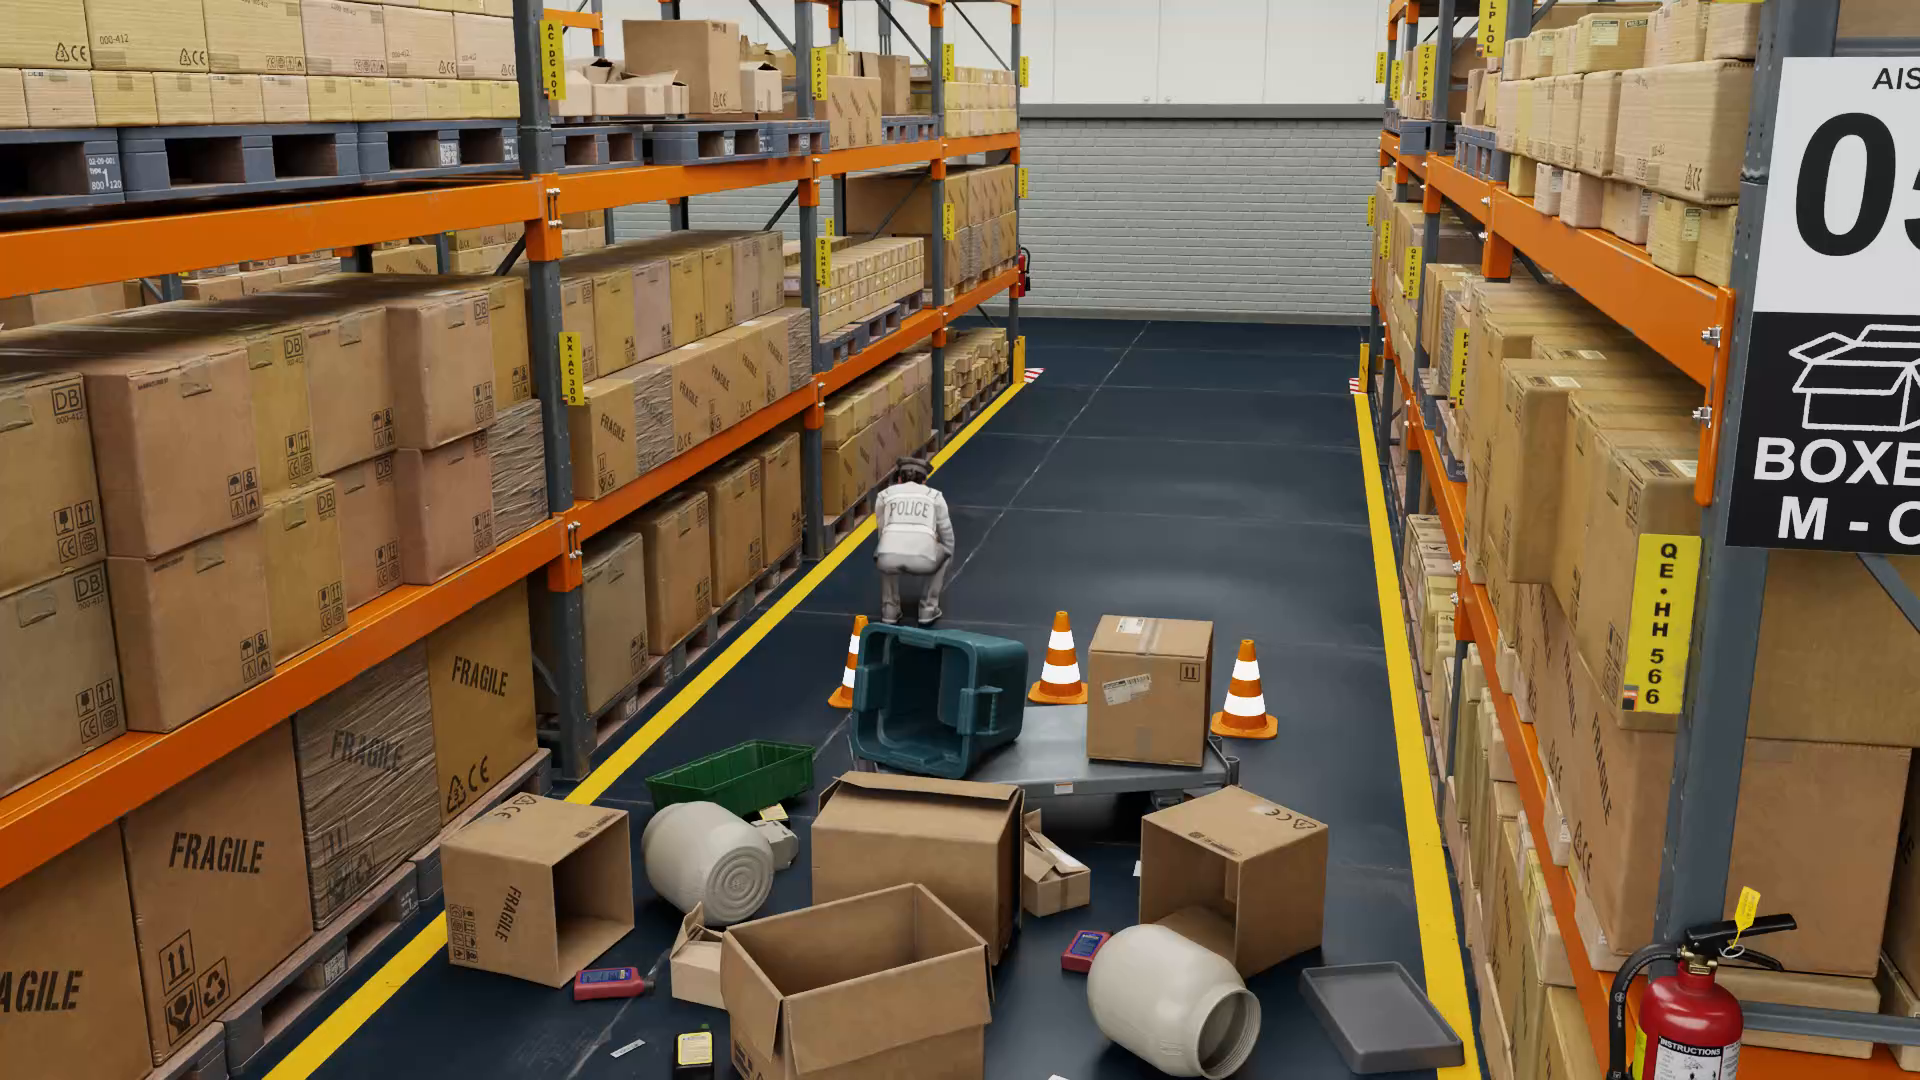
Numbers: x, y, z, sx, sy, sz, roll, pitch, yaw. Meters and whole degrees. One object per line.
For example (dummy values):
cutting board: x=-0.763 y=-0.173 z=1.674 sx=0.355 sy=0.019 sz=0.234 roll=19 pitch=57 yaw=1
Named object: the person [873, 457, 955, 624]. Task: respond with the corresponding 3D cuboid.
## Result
person: x=-0.307 y=0.006 z=10.357 sx=0.488 sy=0.975 sz=0.820 roll=3 pitch=15 yaw=11
